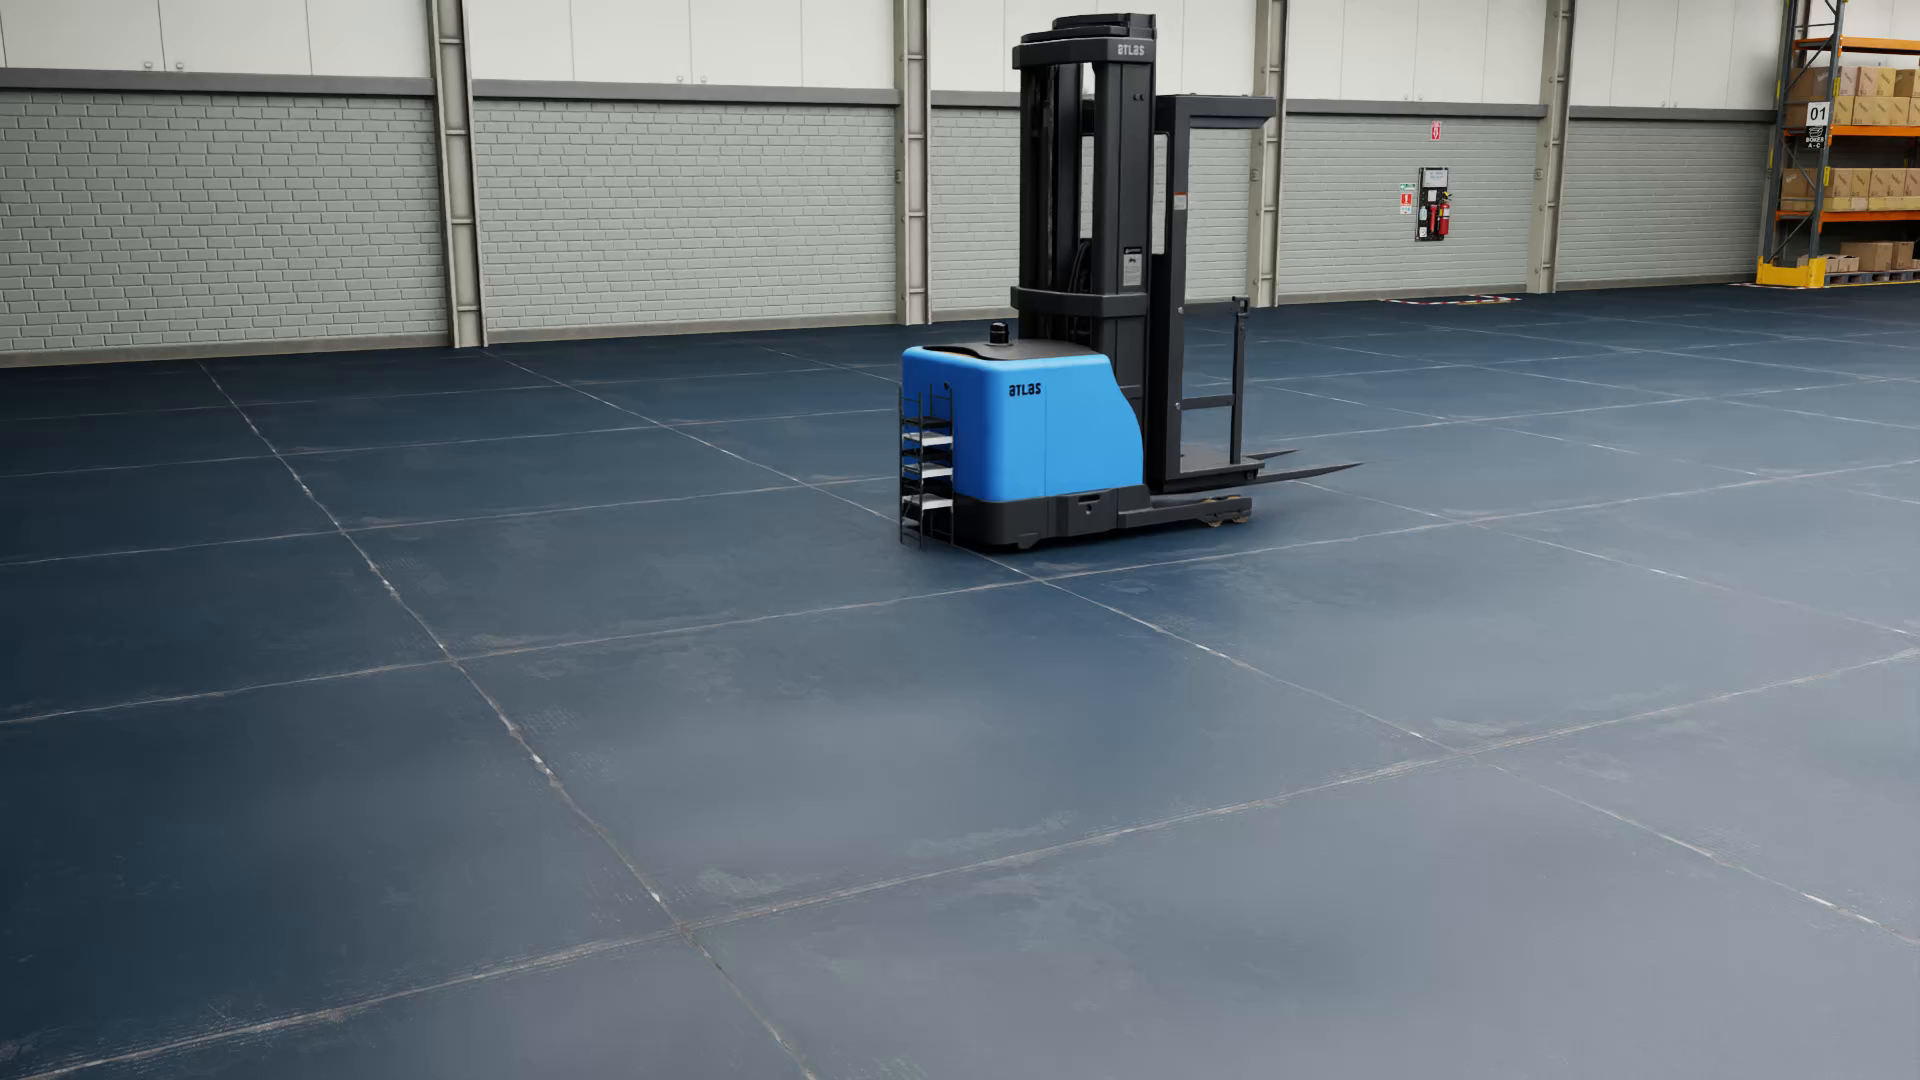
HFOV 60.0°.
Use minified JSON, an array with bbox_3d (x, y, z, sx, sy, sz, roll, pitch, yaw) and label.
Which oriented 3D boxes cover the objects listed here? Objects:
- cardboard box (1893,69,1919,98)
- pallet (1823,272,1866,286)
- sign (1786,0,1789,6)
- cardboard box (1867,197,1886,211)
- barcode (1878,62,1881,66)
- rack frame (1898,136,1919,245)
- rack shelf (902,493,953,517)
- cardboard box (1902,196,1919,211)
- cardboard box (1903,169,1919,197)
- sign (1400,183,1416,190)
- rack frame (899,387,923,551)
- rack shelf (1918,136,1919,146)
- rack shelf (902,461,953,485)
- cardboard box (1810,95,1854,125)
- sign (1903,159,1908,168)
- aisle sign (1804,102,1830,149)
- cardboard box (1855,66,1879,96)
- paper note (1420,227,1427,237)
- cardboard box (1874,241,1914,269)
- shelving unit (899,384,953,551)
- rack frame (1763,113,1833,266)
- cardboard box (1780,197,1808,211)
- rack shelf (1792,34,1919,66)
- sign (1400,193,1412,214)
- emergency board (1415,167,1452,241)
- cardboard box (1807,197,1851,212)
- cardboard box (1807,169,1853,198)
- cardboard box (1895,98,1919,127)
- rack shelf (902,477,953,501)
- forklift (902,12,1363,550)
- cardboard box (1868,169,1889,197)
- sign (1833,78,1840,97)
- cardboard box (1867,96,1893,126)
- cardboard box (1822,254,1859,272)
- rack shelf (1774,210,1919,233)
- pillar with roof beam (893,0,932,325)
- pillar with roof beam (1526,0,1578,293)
[{"bbox_3d":[17.238,-8.287,30.220,0.500,0.500,0.500,-7,15,-30],"label":"cardboard box"},{"bbox_3d":[15.763,-4.805,30.478,1.213,0.211,1.003,-7,14,-28],"label":"pallet"},{"bbox_3d":[14.719,-9.647,29.493,0.005,0.325,0.100,-7,14,-28],"label":"sign"},{"bbox_3d":[16.446,-6.115,30.245,0.500,0.250,0.500,-7,15,-29],"label":"cardboard box"},{"bbox_3d":[17.051,-8.826,30.837,0.075,0.075,0.001,-7,14,-28],"label":"barcode"},{"bbox_3d":[18.478,-6.499,31.656,0.127,3.000,1.000,-7,14,-28],"label":"rack frame"},{"bbox_3d":[-0.191,-0.203,9.435,0.200,0.077,0.258,-8,15,-31],"label":"rack shelf"},{"bbox_3d":[17.332,-6.221,30.716,0.500,0.250,0.500,-7,14,-28],"label":"cardboard box"},{"bbox_3d":[17.328,-6.588,30.638,0.500,0.500,0.500,-7,15,-29],"label":"cardboard box"},{"bbox_3d":[7.186,-5.671,26.690,0.331,0.109,0.001,-7,14,-28],"label":"sign"},{"bbox_3d":[-0.277,-0.400,9.335,0.006,0.900,0.240,-8,15,-31],"label":"rack frame"},{"bbox_3d":[20.233,-7.822,32.341,4.000,0.370,1.077,-7,14,-28],"label":"rack shelf"},{"bbox_3d":[-0.191,-0.379,9.395,0.200,0.077,0.258,-8,15,-31],"label":"rack shelf"},{"bbox_3d":[15.380,-7.587,29.386,0.500,0.500,0.500,-6,14,-26],"label":"cardboard box"},{"bbox_3d":[18.208,-7.171,32.003,0.005,0.325,0.100,-7,14,-28],"label":"sign"},{"bbox_3d":[15.047,-7.281,29.211,0.004,0.787,0.394,-7,14,-28],"label":"aisle sign"},{"bbox_3d":[15.886,-8.125,29.498,0.500,0.500,0.500,-7,14,-29],"label":"cardboard box"},{"bbox_3d":[7.524,-5.000,27.000,0.142,0.148,0.016,-7,14,-28],"label":"paper note"},{"bbox_3d":[17.586,-5.378,31.363,0.500,0.500,0.500,-8,15,-32],"label":"cardboard box"},{"bbox_3d":[-0.191,-0.411,9.388,0.210,0.900,0.258,-8,15,-31],"label":"shelving unit"},{"bbox_3d":[14.967,-6.078,29.787,0.127,3.000,1.000,-7,14,-28],"label":"rack frame"},{"bbox_3d":[15.284,-6.102,30.185,0.500,0.250,0.500,-7,14,-27],"label":"cardboard box"},{"bbox_3d":[16.722,-8.863,30.142,4.000,0.370,1.077,-7,14,-28],"label":"rack shelf"},{"bbox_3d":[7.178,-5.414,26.753,0.234,0.329,0.001,-7,14,-28],"label":"sign"},{"bbox_3d":[7.713,-5.435,26.927,0.643,1.169,0.194,-7,14,-28],"label":"emergency board"},{"bbox_3d":[15.547,-6.005,29.757,0.500,0.250,0.500,-7,15,-29],"label":"cardboard box"},{"bbox_3d":[15.530,-6.373,29.684,0.500,0.500,0.500,-7,14,-28],"label":"cardboard box"},{"bbox_3d":[17.234,-7.804,30.349,0.500,0.500,0.500,-7,15,-30],"label":"cardboard box"},{"bbox_3d":[-0.191,-0.291,9.415,0.200,0.077,0.258,-8,15,-31],"label":"rack shelf"},{"bbox_3d":[1.168,-1.598,10.036,3.031,2.935,1.130,-8,15,-31],"label":"forklift"},{"bbox_3d":[16.425,-6.476,30.143,0.500,0.500,0.500,-7,15,-30],"label":"cardboard box"},{"bbox_3d":[15.227,-7.864,28.897,0.005,0.325,0.100,-7,14,-28],"label":"sign"},{"bbox_3d":[16.322,-7.692,29.853,0.500,0.500,0.500,-6,14,-25],"label":"cardboard box"},{"bbox_3d":[16.117,-5.097,30.546,0.500,0.311,0.500,-6,14,-23],"label":"cardboard box"},{"bbox_3d":[16.722,-5.938,30.801,4.000,0.370,1.077,-7,14,-28],"label":"rack shelf"},{"bbox_3d":[1.430,-6.522,18.095,0.400,9.000,9.100,-7,14,-28],"label":"pillar with roof beam"},{"bbox_3d":[11.963,-7.785,23.705,0.400,9.000,9.100,-7,14,-28],"label":"pillar with roof beam"}]
